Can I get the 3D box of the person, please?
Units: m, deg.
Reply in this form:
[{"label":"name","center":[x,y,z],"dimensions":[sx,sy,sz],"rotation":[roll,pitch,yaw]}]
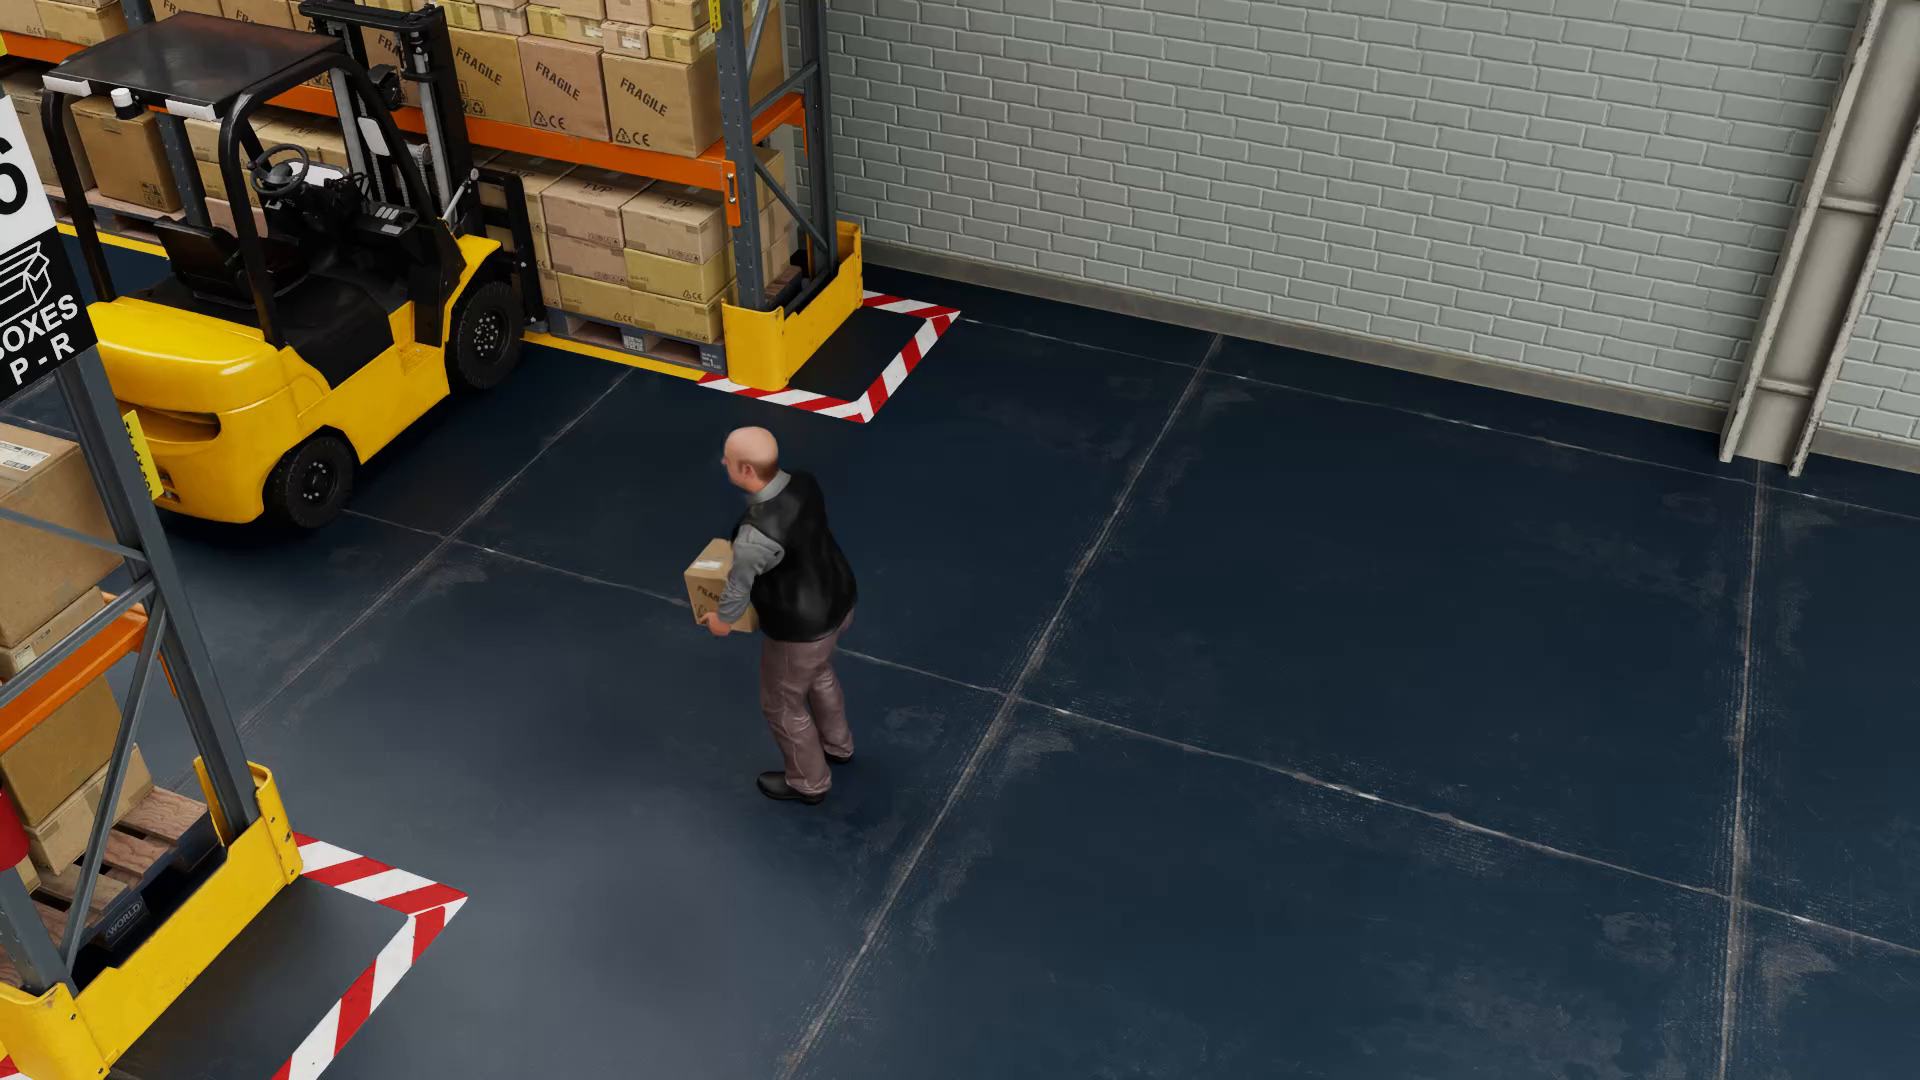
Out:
[{"label":"person","center":[-0.706,0.289,6.481],"dimensions":[0.582,1.703,0.486],"rotation":[13,39,17]}]
